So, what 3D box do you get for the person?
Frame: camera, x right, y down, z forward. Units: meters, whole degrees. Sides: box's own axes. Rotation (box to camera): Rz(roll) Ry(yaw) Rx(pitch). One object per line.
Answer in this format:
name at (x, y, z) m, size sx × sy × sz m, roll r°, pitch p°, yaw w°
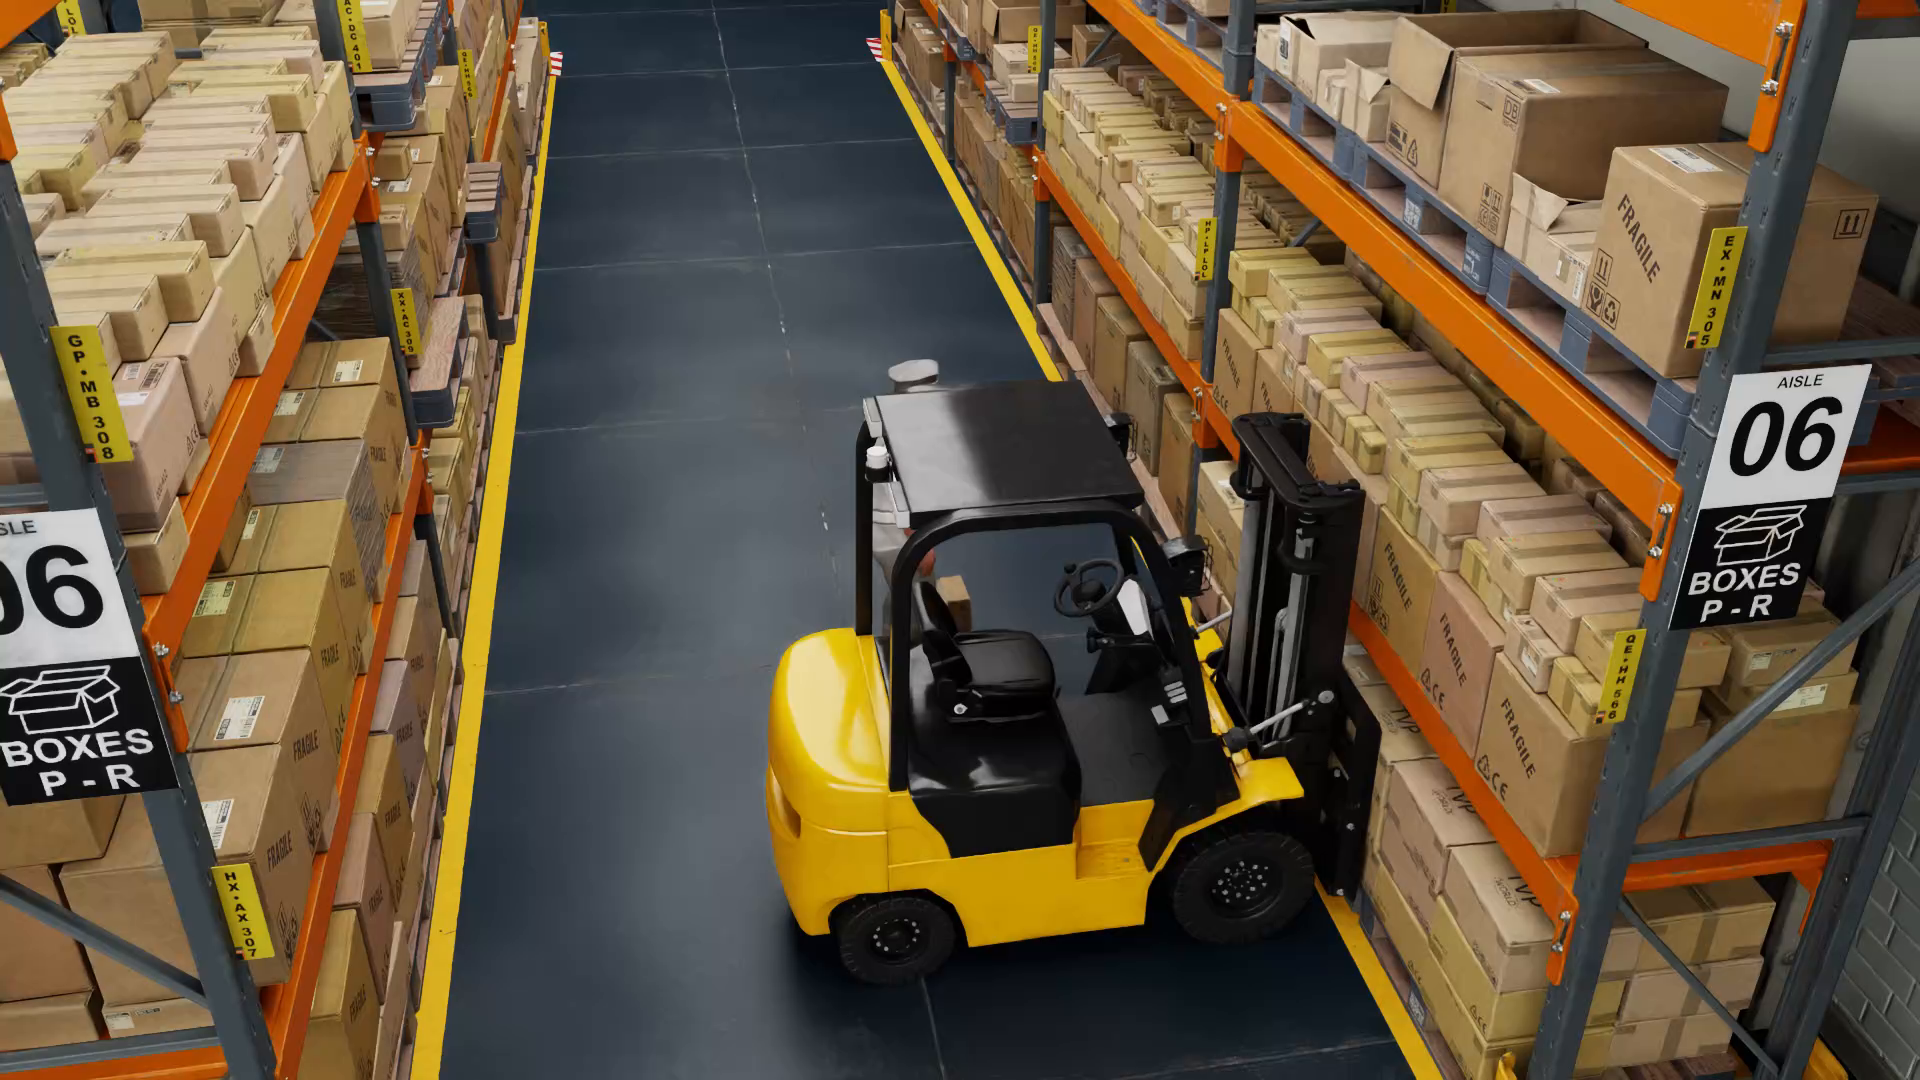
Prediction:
person at (-0.286, -0.051, 8.216) m, size 0.434 × 1.748 × 0.578 m, roll -6°, pitch 31°, yaw -11°
